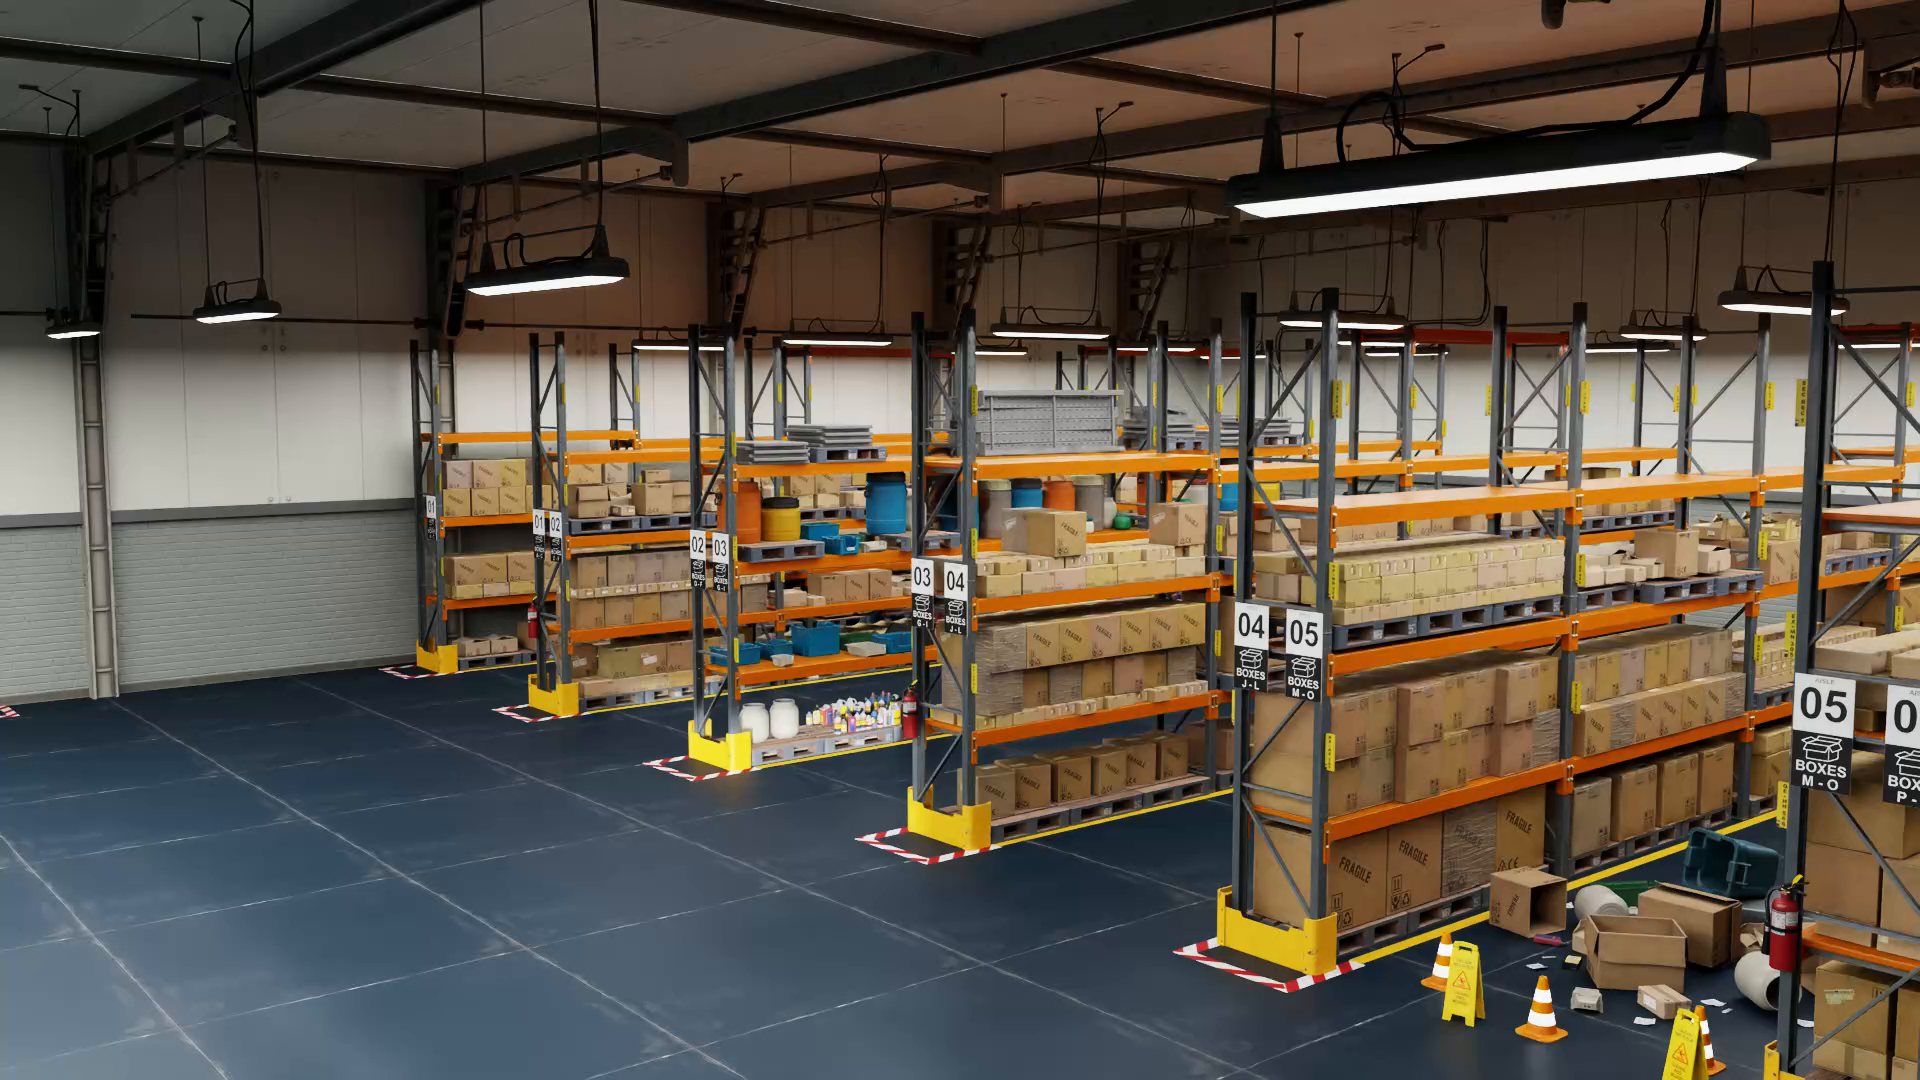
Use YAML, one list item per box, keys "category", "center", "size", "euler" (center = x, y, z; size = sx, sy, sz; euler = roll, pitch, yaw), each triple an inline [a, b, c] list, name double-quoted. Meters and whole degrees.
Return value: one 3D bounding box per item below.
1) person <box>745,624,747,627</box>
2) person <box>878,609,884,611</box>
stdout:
- category: "person"
  center: [-4.253, 1.373, 32.416]
  size: [0.604, 1.580, 0.617]
  euler: [0, 5, 3]
- category: "person"
  center: [-1.660, 1.101, 32.555]
  size: [0.353, 0.570, 0.397]
  euler: [-4, 7, -40]
